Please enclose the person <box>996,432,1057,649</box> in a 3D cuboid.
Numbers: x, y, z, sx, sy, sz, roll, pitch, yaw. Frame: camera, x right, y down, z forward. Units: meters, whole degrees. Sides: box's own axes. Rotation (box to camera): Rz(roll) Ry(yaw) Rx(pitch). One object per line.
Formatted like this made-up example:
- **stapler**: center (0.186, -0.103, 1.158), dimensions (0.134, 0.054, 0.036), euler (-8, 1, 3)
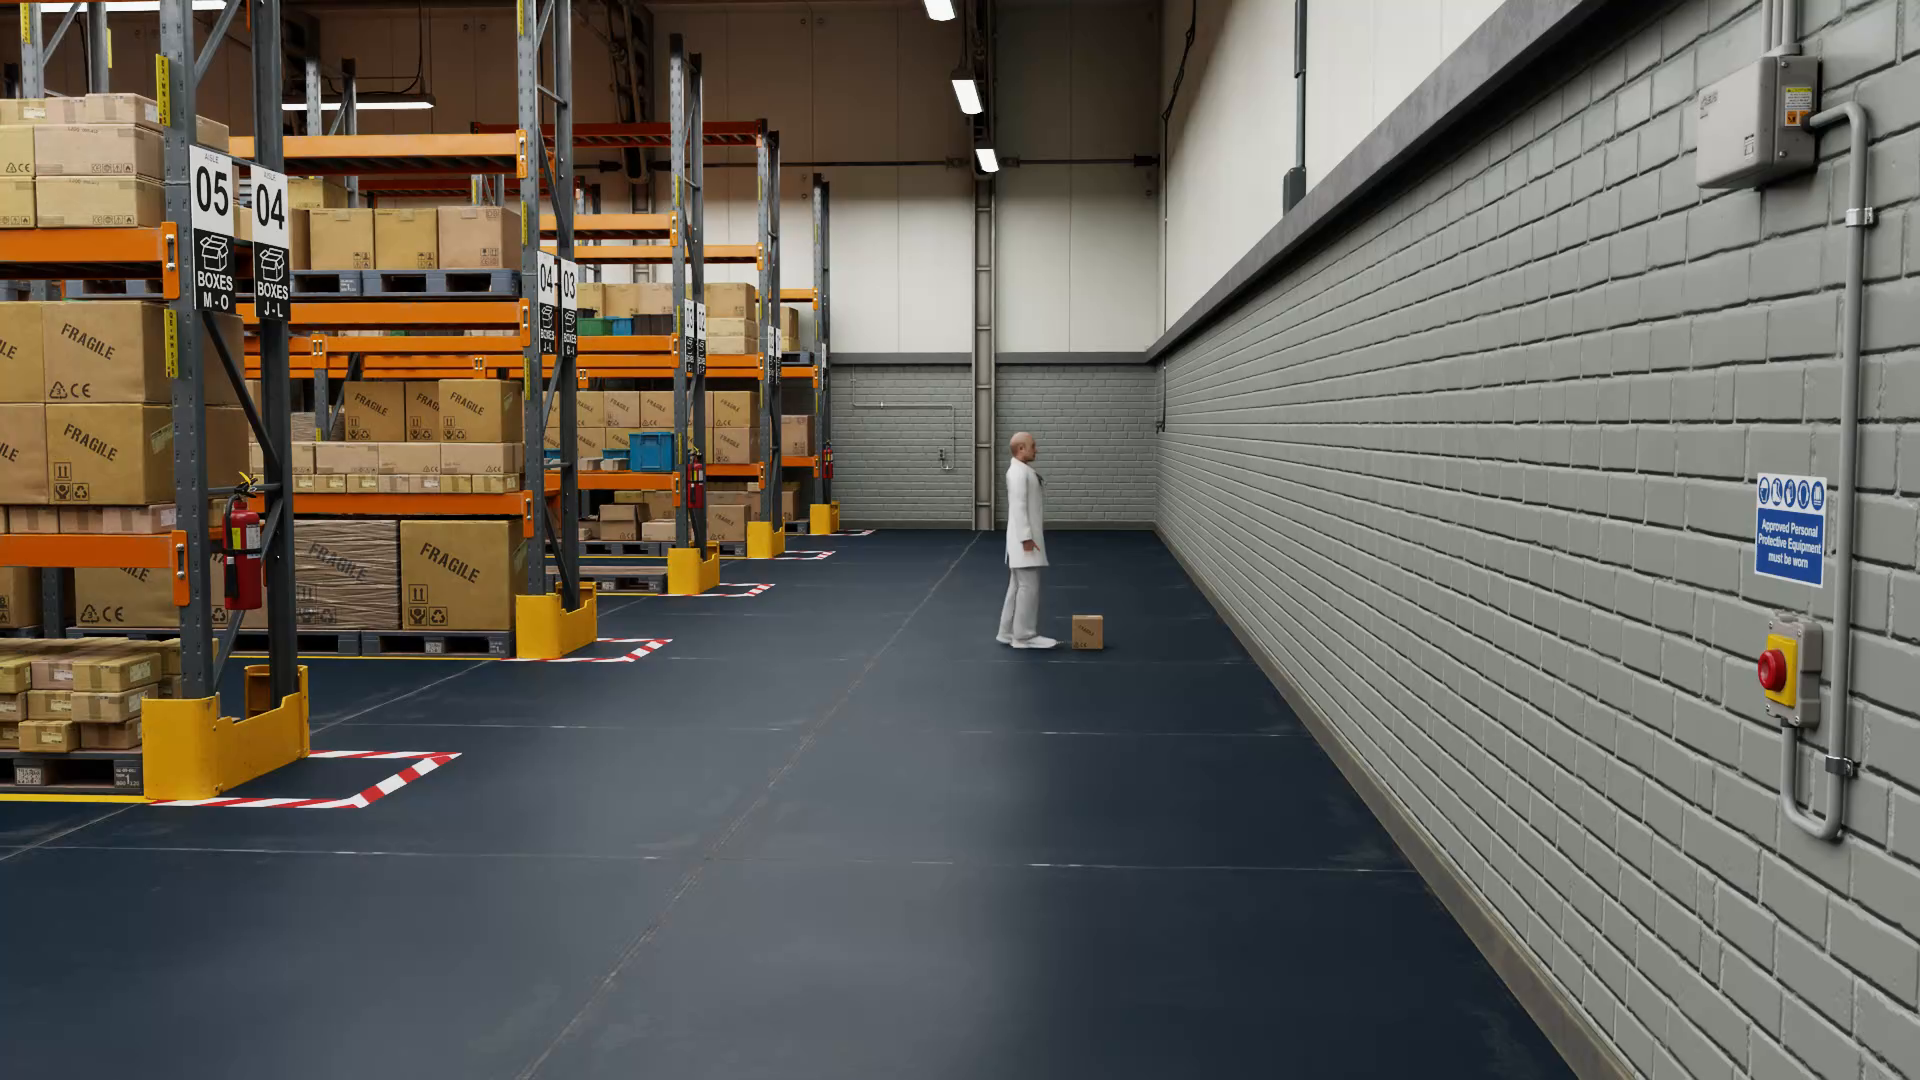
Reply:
- **person**: center (0.552, 0.015, 13.796), dimensions (0.519, 1.811, 0.574), euler (0, 4, 5)
